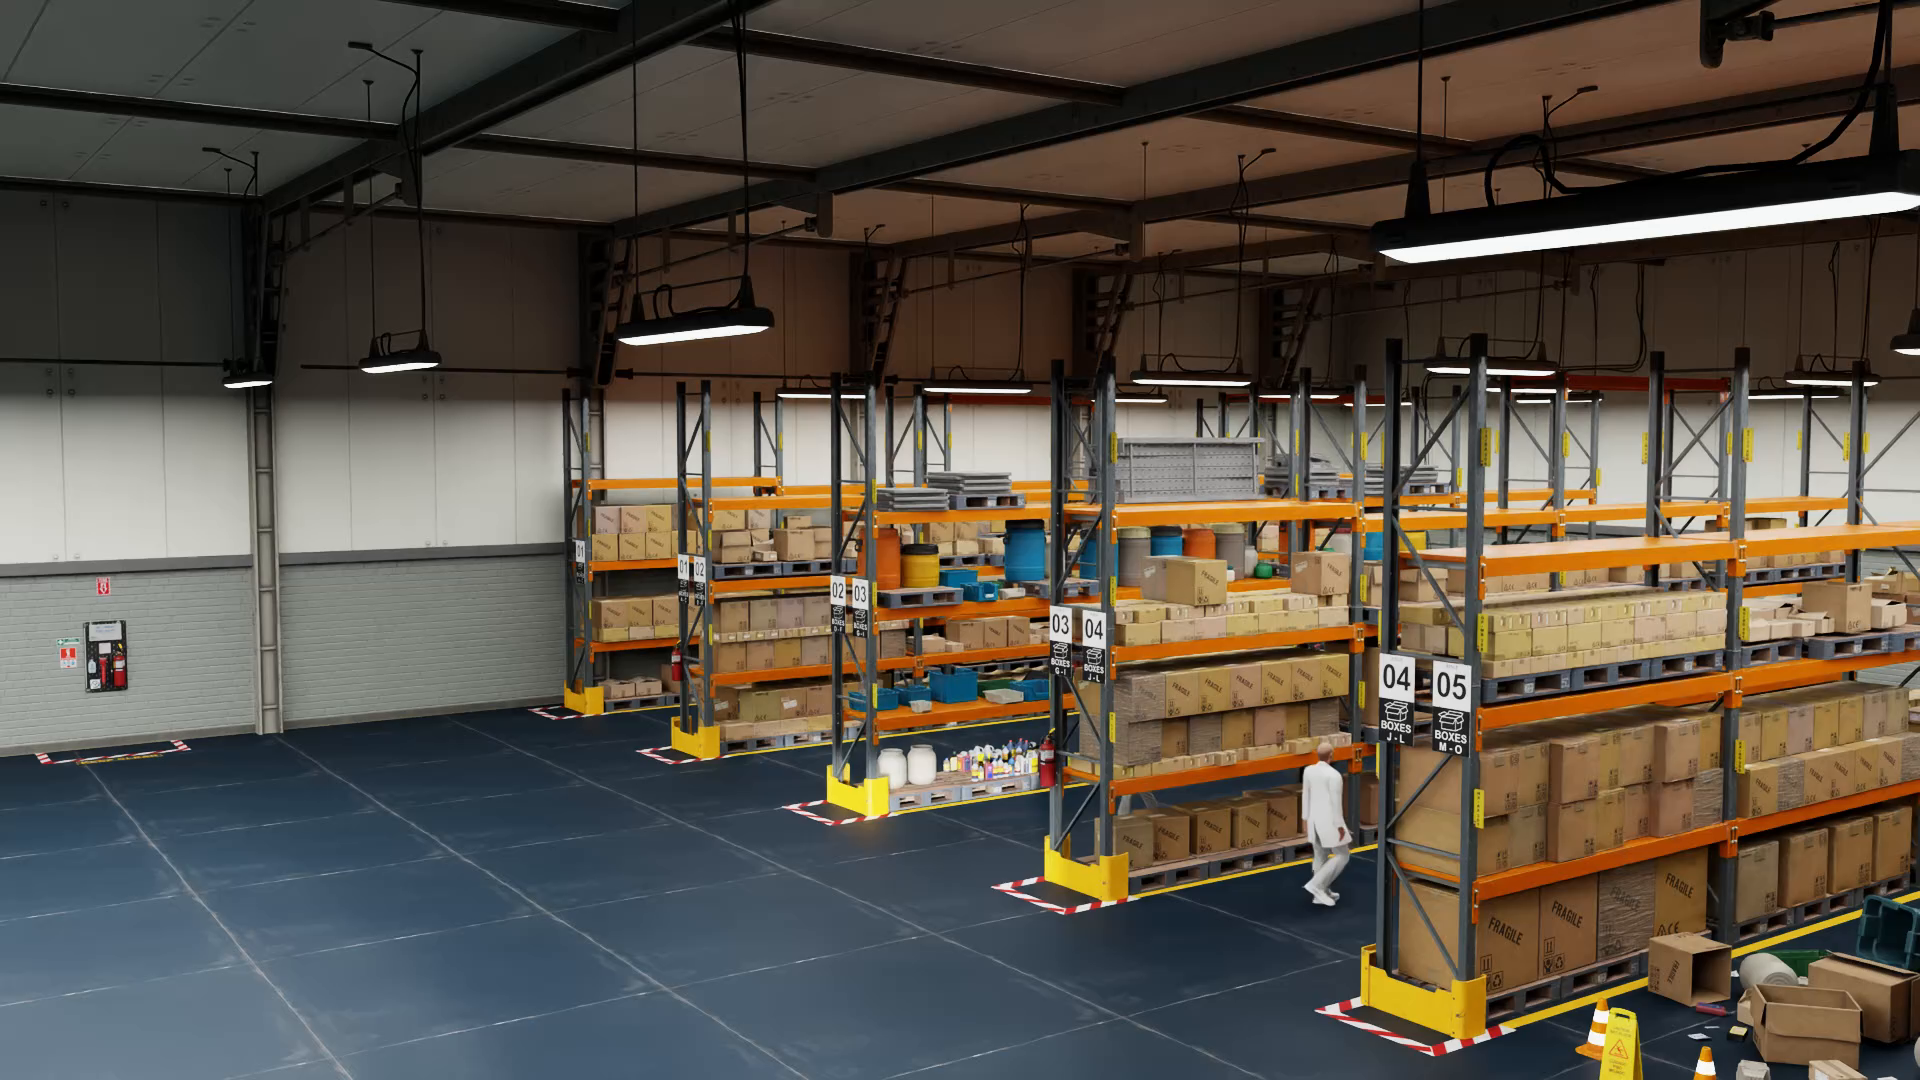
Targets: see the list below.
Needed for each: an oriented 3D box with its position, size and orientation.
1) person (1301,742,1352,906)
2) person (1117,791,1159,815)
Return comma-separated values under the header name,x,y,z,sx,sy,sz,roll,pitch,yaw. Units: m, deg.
name,x,y,z,sx,sy,sz,roll,pitch,yaw
person,3.965,3.108,18.223,0.587,1.777,0.627,-2,4,-31
person,2.232,2.936,21.616,0.849,1.632,0.528,0,4,-7
